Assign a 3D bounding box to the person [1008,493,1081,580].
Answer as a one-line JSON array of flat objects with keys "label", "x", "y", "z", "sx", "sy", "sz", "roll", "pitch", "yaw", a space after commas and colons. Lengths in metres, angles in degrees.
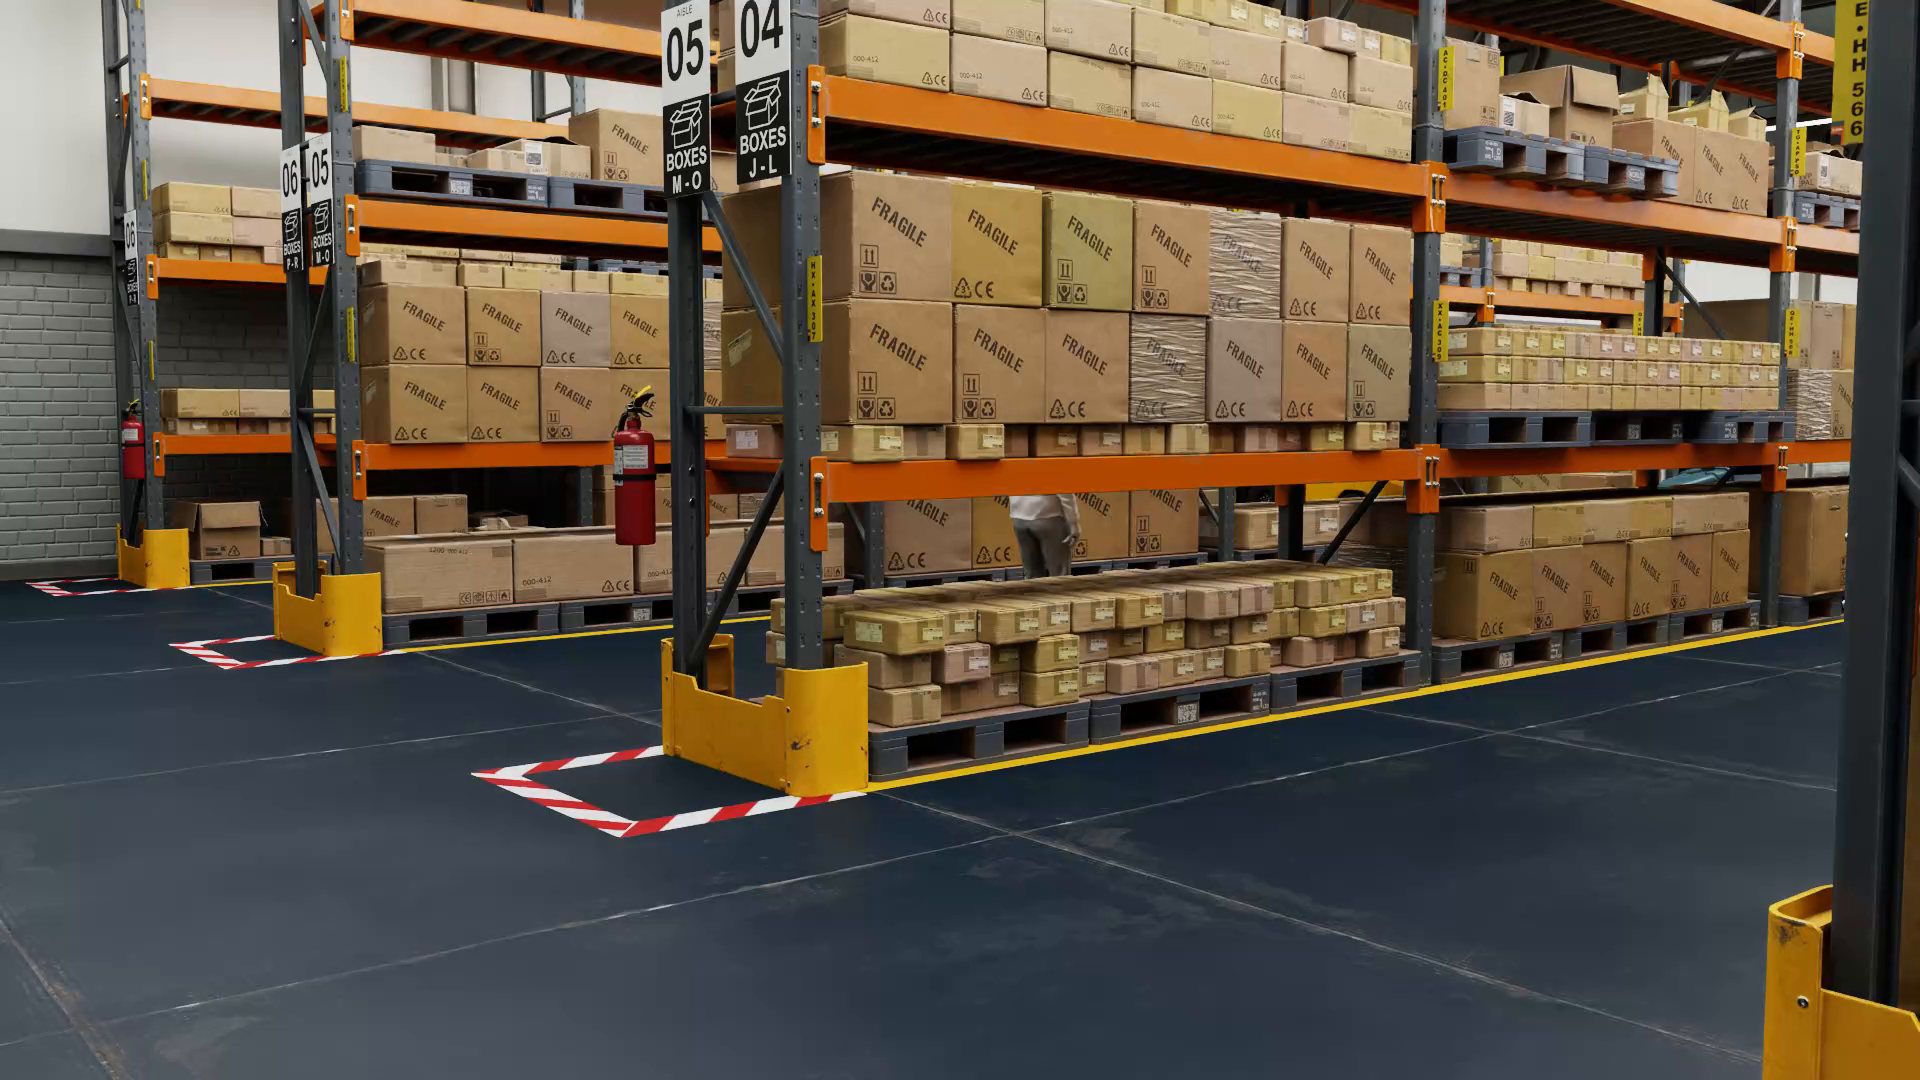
[{"label": "person", "x": 0.508, "y": -0.104, "z": 10.070, "sx": 0.373, "sy": 1.663, "sz": 0.532, "roll": -4, "pitch": 6, "yaw": -42}]
